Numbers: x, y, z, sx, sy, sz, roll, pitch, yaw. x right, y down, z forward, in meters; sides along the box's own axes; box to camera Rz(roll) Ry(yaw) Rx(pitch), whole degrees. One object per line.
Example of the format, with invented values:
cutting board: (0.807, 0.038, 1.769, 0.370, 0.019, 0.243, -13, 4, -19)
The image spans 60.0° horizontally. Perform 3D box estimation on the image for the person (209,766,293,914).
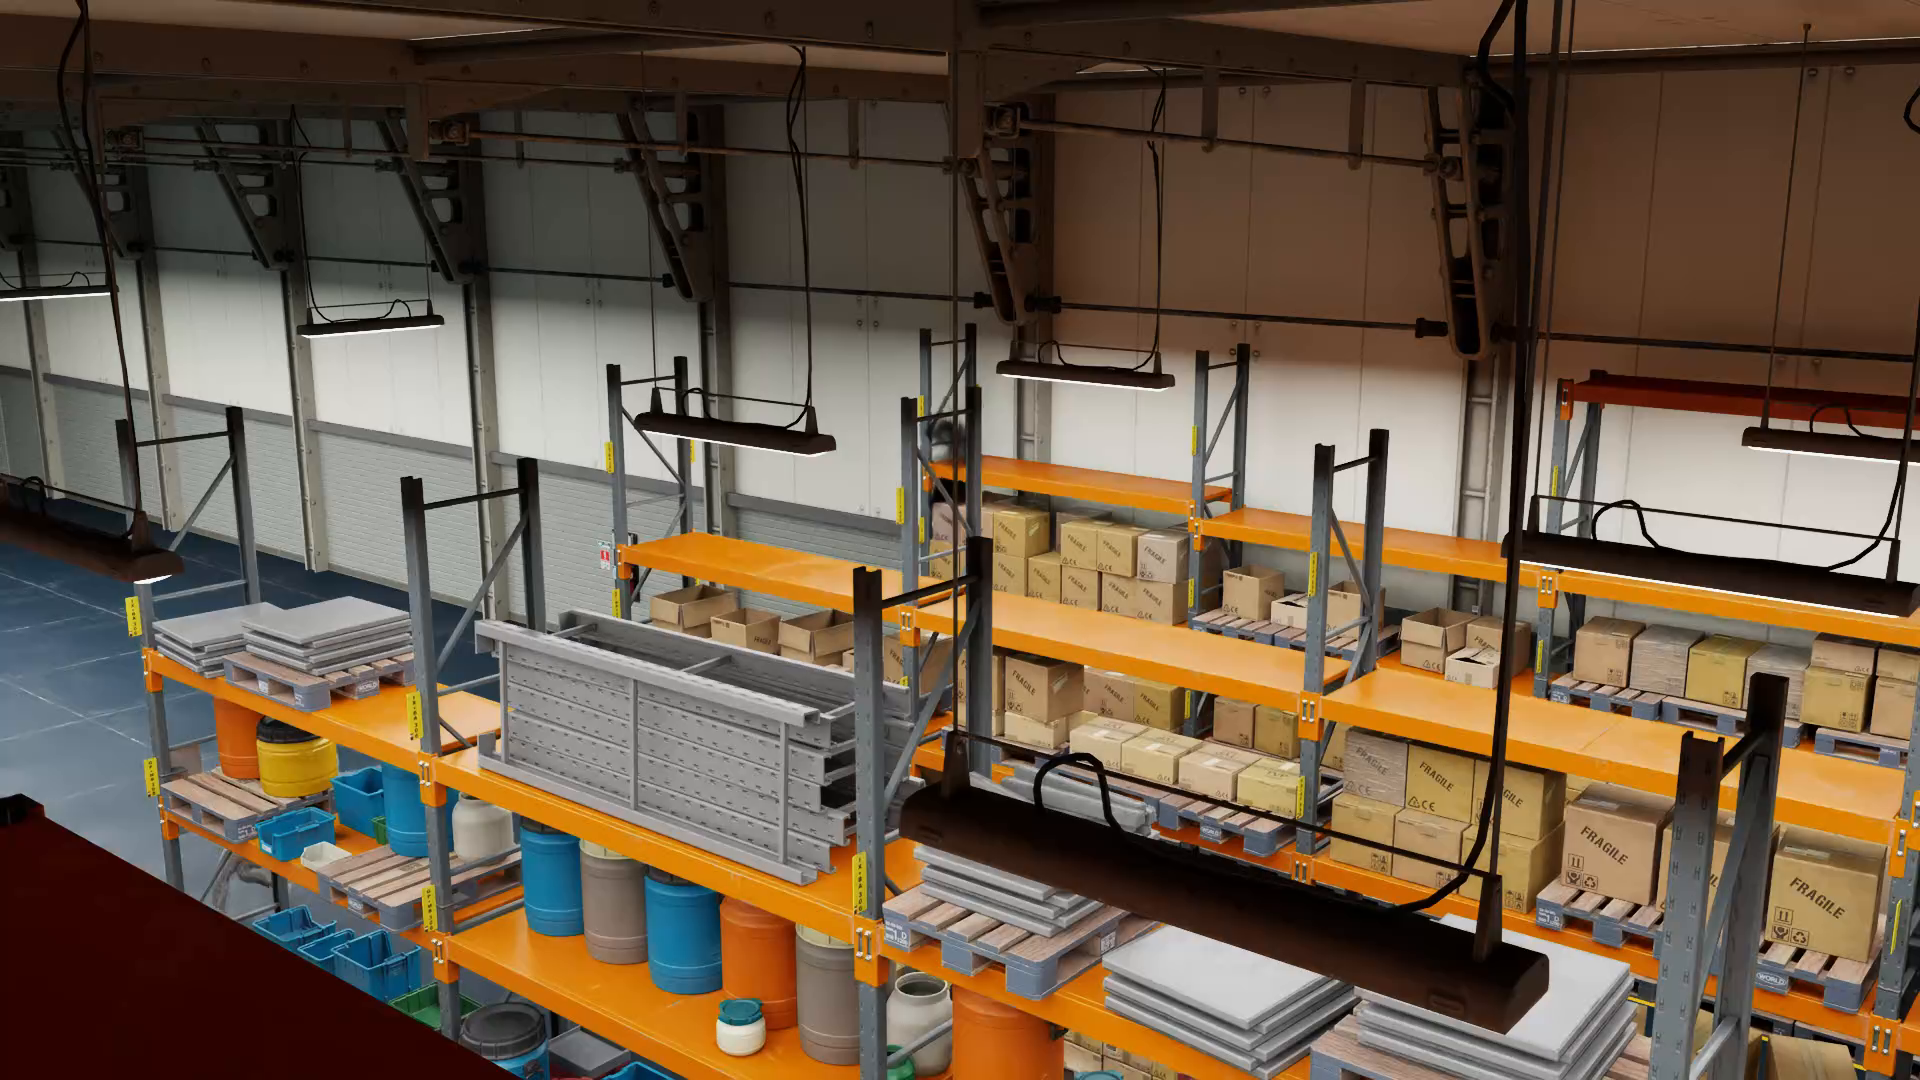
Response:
person: (-7.752, 3.252, 17.849, 1.017, 1.781, 0.679, -7, 14, -29)
